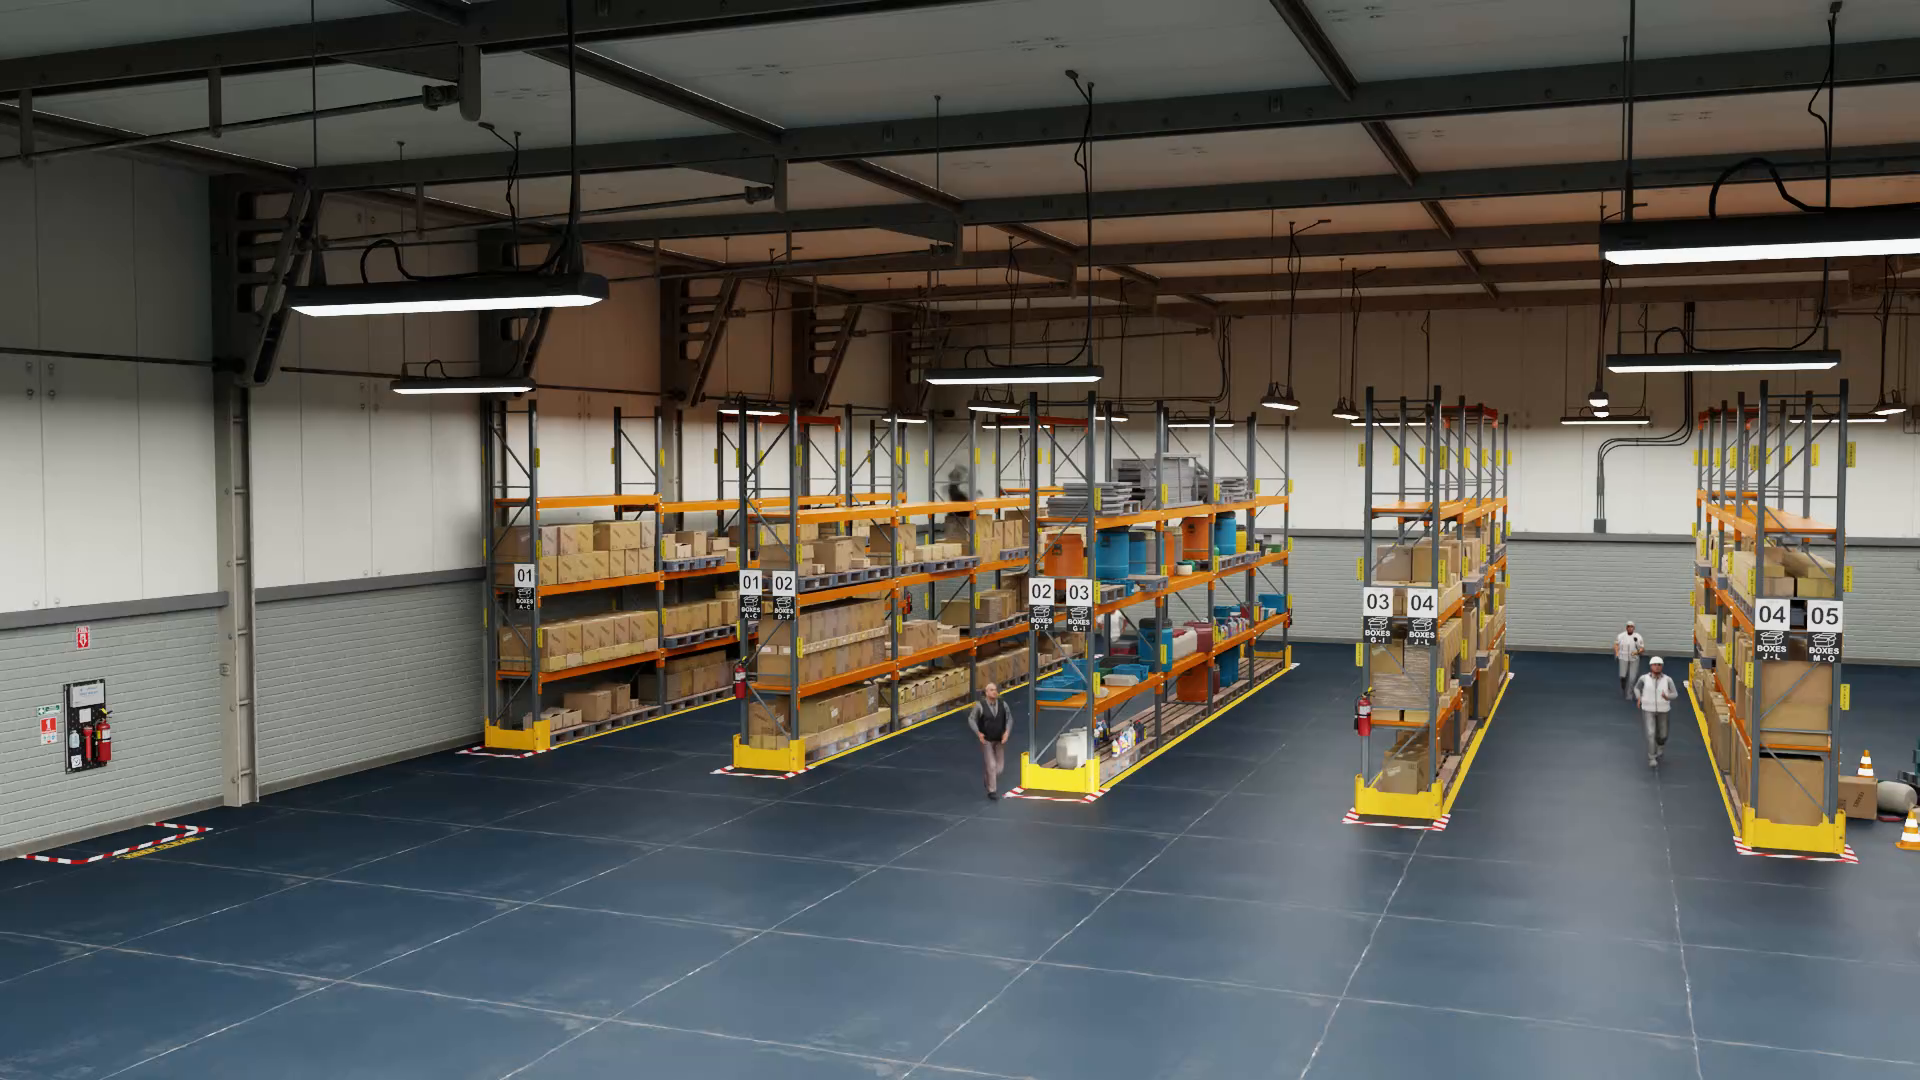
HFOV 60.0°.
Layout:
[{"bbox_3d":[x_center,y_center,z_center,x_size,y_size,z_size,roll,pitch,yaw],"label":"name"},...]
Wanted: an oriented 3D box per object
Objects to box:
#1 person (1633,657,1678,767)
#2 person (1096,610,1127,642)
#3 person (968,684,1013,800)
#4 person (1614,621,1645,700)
[{"bbox_3d":[11.347,2.775,27.131,0.666,1.750,0.930,1,3,18],"label":"person"},{"bbox_3d":[3.445,2.245,38.091,0.677,1.815,0.797,1,3,16],"label":"person"},{"bbox_3d":[0.450,2.944,24.479,0.677,1.679,0.721,-1,3,-19],"label":"person"},{"bbox_3d":[13.836,2.494,34.407,0.598,1.629,0.552,1,3,24],"label":"person"}]
